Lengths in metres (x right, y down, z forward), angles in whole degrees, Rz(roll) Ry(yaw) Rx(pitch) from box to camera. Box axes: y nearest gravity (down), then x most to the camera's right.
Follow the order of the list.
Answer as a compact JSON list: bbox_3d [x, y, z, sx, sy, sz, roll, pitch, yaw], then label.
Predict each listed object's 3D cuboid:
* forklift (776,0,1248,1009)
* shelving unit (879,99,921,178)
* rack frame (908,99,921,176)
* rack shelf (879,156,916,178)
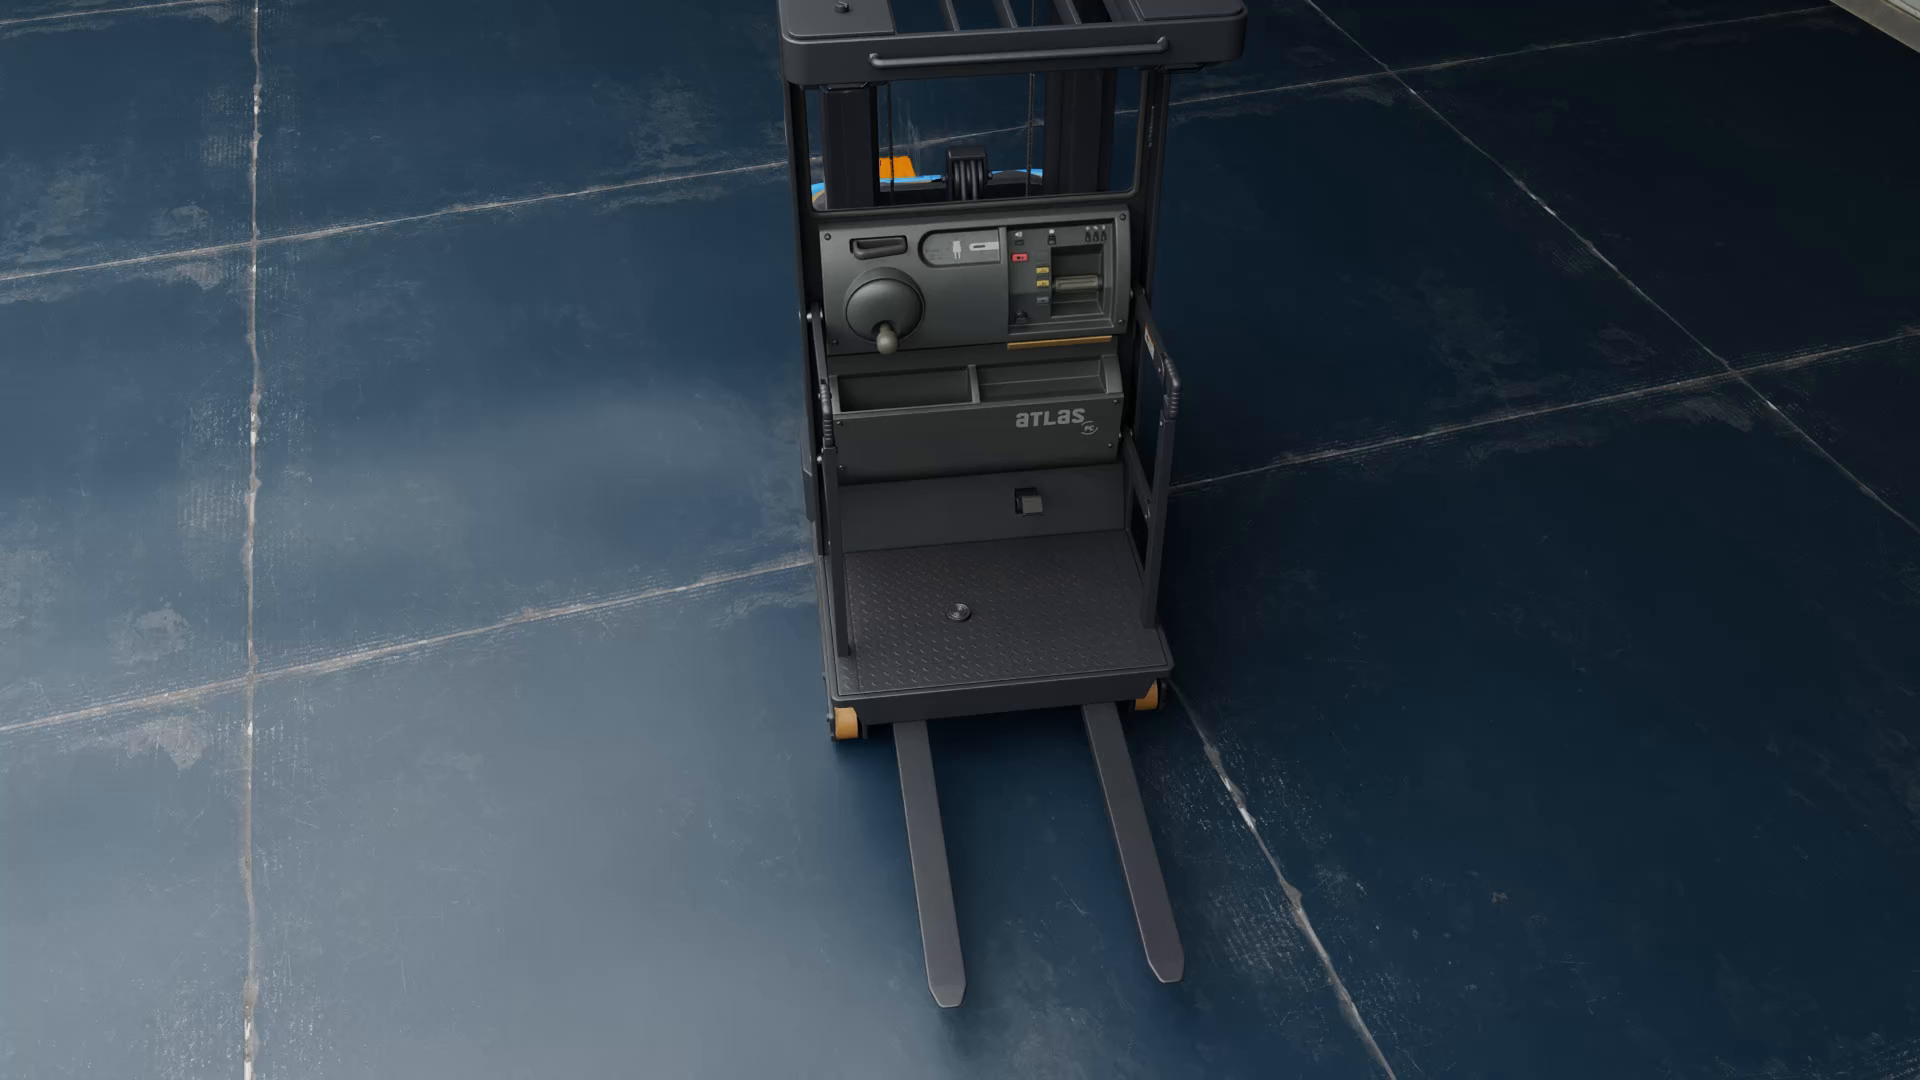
[{"bbox_3d":[0.081,-0.694,4.816,1.130,2.935,3.031,-5,41,-6],"label":"forklift"},{"bbox_3d":[-0.262,-1.147,6.651,0.189,1.200,0.258,-7,42,-8],"label":"shelving unit"},{"bbox_3d":[-0.172,-1.159,6.664,0.006,1.200,0.240,-7,42,-8],"label":"rack frame"},{"bbox_3d":[-0.262,-1.385,6.443,0.180,0.103,0.258,-7,42,-8],"label":"rack shelf"}]
